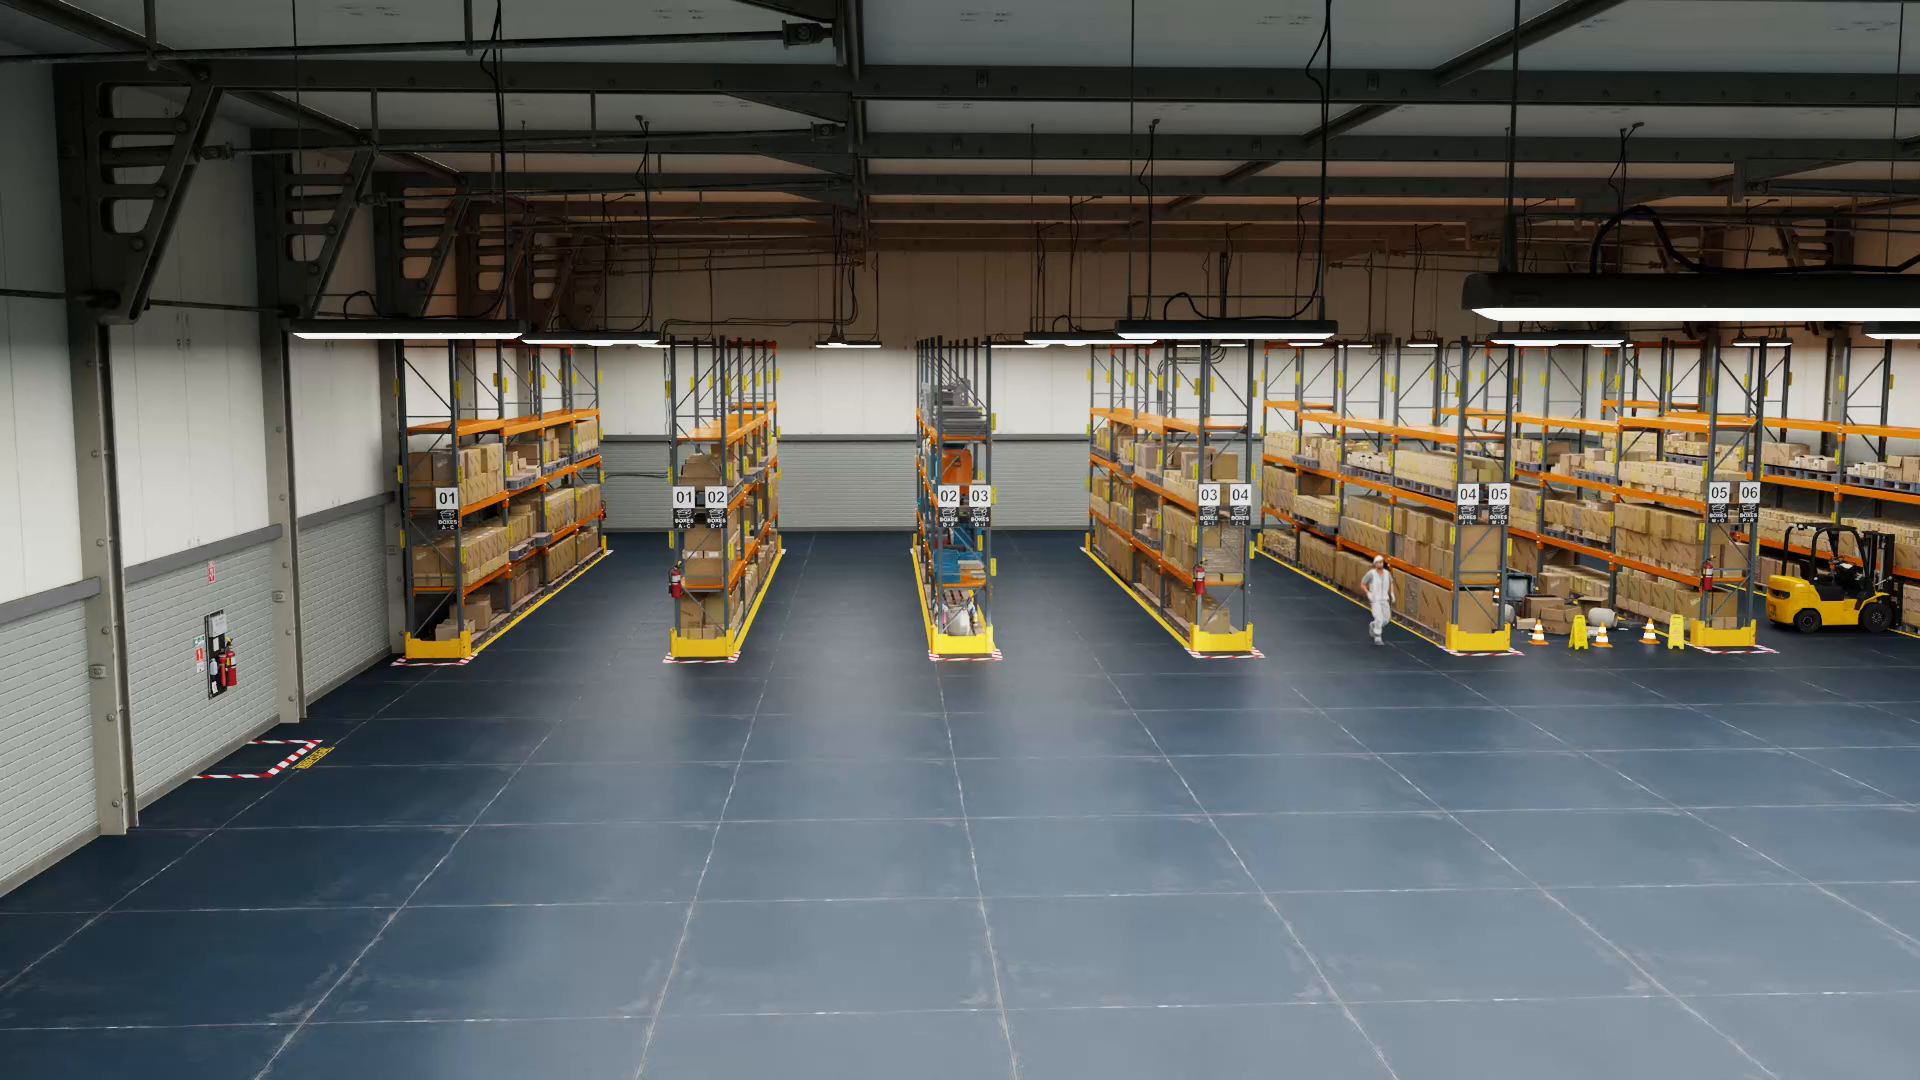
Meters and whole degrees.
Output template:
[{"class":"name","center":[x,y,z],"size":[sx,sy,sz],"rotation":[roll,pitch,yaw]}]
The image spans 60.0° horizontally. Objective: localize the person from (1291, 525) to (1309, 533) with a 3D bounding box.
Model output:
[{"class":"person","center":[10.116,-0.656,49.320],"size":[0.546,1.595,0.599],"rotation":[0,6,-1]}]

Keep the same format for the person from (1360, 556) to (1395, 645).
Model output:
[{"class":"person","center":[8.145,1.164,32.482],"size":[0.687,1.739,0.687],"rotation":[-2,7,-15]}]
